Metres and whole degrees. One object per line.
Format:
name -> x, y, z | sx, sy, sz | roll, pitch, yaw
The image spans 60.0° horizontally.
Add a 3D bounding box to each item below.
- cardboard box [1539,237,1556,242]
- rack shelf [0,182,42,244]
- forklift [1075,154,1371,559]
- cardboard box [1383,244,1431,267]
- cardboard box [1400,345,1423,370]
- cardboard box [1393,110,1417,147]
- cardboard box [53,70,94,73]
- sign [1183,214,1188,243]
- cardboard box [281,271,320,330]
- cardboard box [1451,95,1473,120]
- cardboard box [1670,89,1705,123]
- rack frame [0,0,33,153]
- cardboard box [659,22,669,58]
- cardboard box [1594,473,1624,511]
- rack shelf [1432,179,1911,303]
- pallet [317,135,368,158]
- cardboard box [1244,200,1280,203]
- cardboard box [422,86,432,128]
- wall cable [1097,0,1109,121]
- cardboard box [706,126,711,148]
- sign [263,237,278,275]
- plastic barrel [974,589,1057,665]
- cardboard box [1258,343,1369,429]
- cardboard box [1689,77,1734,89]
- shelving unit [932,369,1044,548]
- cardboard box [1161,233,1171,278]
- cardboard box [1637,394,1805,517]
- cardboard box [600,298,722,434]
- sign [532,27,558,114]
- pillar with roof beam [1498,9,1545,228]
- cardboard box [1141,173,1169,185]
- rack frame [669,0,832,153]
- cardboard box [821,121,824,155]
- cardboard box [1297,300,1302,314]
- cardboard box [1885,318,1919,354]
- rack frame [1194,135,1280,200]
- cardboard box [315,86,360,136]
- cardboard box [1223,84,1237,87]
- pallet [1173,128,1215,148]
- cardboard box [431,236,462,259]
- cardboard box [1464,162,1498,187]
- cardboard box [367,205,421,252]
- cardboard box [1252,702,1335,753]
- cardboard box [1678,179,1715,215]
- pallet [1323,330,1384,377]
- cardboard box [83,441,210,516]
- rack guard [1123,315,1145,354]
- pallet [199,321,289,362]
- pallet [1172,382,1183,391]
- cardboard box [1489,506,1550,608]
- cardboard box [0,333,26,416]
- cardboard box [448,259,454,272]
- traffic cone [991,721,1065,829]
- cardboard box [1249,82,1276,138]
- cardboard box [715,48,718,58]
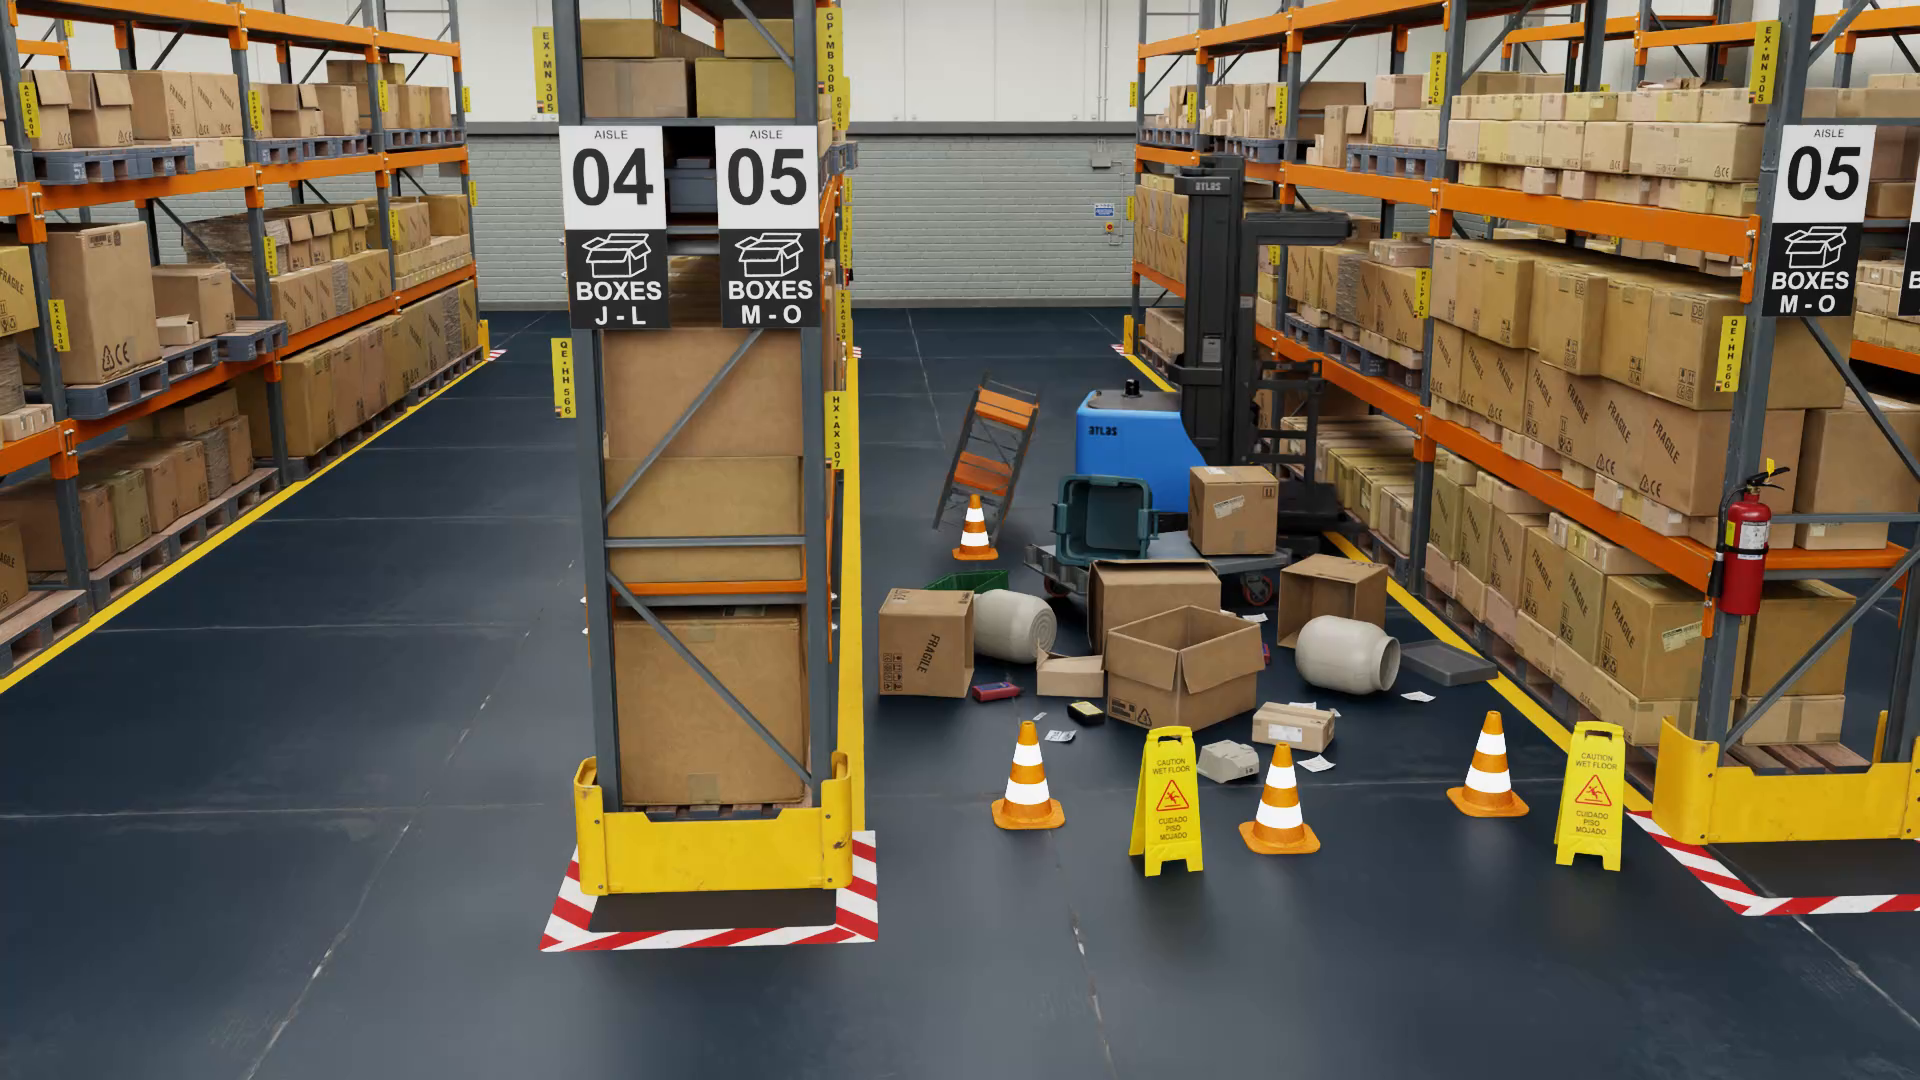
cardboard box -> 7.714, -3.723, 21.181 | 0.500, 0.250, 0.500 | -1, 14, -5
rack shelf -> -6.142, -1.539, 8.411 | 1.077, 0.370, 4.000 | -1, 14, -3
forklift -> 2.438, -1.418, 12.654 | 3.031, 2.935, 1.130 | 3, 15, 11
cardboard box -> 3.316, -2.077, 12.139 | 0.380, 0.149, 0.250 | -1, 14, -5
cardboard box -> 3.318, -1.290, 11.683 | 0.380, 0.149, 0.250 | -1, 14, -3
cardboard box -> 3.418, -2.937, 11.861 | 0.500, 0.250, 0.500 | -1, 14, -3
cardboard box -> -6.675, -3.298, 12.601 | 0.500, 0.500, 0.500 | -1, 14, -5
sign -> 2.576, -3.523, 18.804 | 0.100, 0.325, 0.005 | -1, 14, -3
cardboard box -> -6.306, -2.228, 15.467 | 0.500, 0.500, 0.500 | -1, 14, -5
cardboard box -> 3.319, -2.719, 10.457 | 0.380, 0.149, 0.250 | -1, 14, -4
cardboard box -> 3.546, -2.015, 7.721 | 0.380, 0.149, 0.250 | -1, 14, -4
rack frame -> -6.266, -3.837, 9.881 | 1.000, 3.000, 0.127 | -1, 14, -3
cardboard box -> -1.435, -2.098, 7.002 | 0.380, 0.149, 0.250 | -1, 14, -3
cardboard box -> 3.469, -0.247, 8.471 | 0.380, 0.149, 0.250 | -1, 14, -2
rack shelf -> 3.749, -1.692, 9.006 | 1.077, 0.370, 4.000 | -1, 14, -3
pallet -> -6.655, -4.054, 17.128 | 0.805, 0.209, 1.217 | -1, 15, -6
cardboard box -> 3.408, -3.500, 18.402 | 0.500, 0.500, 0.500 | 0, 14, -2
cardboard box -> -7.009, -5.399, 20.726 | 0.700, 0.500, 0.500 | -1, 14, -5
wall cable -> 2.248, -8.385, 27.556 | 0.463, 3.000, 0.029 | -1, 14, -3
cardboard box -> -1.561, -2.217, 9.066 | 0.380, 0.149, 0.250 | -1, 14, -4
sign -> -5.973, -2.460, 14.402 | 0.100, 0.325, 0.005 | -1, 14, -3
plastic barrel -> 0.292, 0.523, 10.145 | 0.512, 0.421, 0.421 | 10, 18, 35
cardboard box -> 3.418, -1.427, 15.975 | 0.875, 0.875, 0.875 | -1, 14, -4
cardboard box -> 8.220, -4.939, 18.216 | 0.396, 0.266, 0.258 | -1, 14, -3
shelving unit -> 0.230, -0.658, 13.060 | 0.538, 1.125, 1.048 | 18, 15, 0
cardboard box -> 2.763, -3.487, 20.359 | 0.500, 0.500, 0.500 | -1, 14, -4
cardboard box -> 3.564, -0.413, 7.815 | 0.500, 0.500, 0.500 | -1, 14, -4
cardboard box -> -1.172, -0.812, 7.696 | 0.875, 0.550, 0.550 | -1, 14, -3
sign -> -1.604, -1.827, 6.469 | 0.100, 0.325, 0.005 | -1, 14, -3
pillar with roof beam -> 4.272, -7.670, 24.778 | 9.100, 9.000, 0.400 | -1, 14, -3
cardboard box -> 2.627, -4.824, 22.245 | 0.380, 0.149, 0.250 | -1, 14, -2
rack frame -> -1.309, -3.889, 10.081 | 1.000, 3.000, 0.127 | -1, 14, -3
cardboard box -> -0.779, -1.725, 7.152 | 0.380, 0.149, 0.250 | -1, 14, -3
cardboard box -> 3.212, -2.078, 14.743 | 0.380, 0.149, 0.250 | -2, 15, -7
cardboard box -> 8.180, -1.717, 13.982 | 0.500, 0.250, 0.500 | -1, 14, -5
rack frame -> 3.130, -3.075, 18.956 | 1.000, 3.000, 0.127 | -1, 14, -3
cardboard box -> -6.715, -4.482, 17.363 | 0.700, 0.500, 0.500 | -1, 14, -2
cardboard box -> 3.303, -4.977, 19.086 | 0.500, 0.500, 0.500 | -1, 14, -2
pallet -> 3.089, -4.688, 19.385 | 1.003, 0.211, 1.213 | -1, 14, -3
cardboard box -> -6.684, -3.745, 21.267 | 0.500, 0.250, 0.500 | -1, 14, -4
cardboard box -> 3.358, -2.269, 10.308 | 0.380, 0.149, 0.250 | -1, 14, -3
cardboard box -> -6.559, -3.602, 19.204 | 0.500, 0.500, 0.500 | -1, 14, -3
cardboard box -> 1.776, 0.996, 8.857 | 0.380, 0.149, 0.250 | 7, 16, 26
cardboard box -> 3.524, -1.567, 7.581 | 0.380, 0.149, 0.250 | -1, 14, -3
pallet -> 3.541, -1.495, 13.203 | 1.003, 0.211, 1.213 | -1, 14, -3
cardboard box -> -6.363, -0.484, 13.022 | 0.700, 0.500, 0.500 | 0, 14, 1
rack guard -> 2.880, -2.865, 23.157 | 1.175, 0.500, 0.348 | -1, 14, -3
pallet -> -6.363, -1.658, 13.836 | 1.213, 0.211, 1.003 | -1, 14, -3
pallet -> 3.161, -1.914, 20.043 | 1.003, 0.211, 1.213 | -1, 14, -3
cardboard box -> 3.468, 0.093, 9.816 | 0.500, 0.500, 0.500 | 0, 14, -1
cardboard box -> -6.300, -1.012, 10.140 | 0.875, 0.500, 0.500 | -1, 14, -3
cardboard box -> -6.594, -3.457, 20.948 | 0.380, 0.149, 0.250 | -1, 14, -5
traffic cone -> 0.323, 1.086, 7.877 | 0.336, 0.463, 0.334 | -1, 14, -3
cardboard box -> 3.126, -4.027, 15.597 | 0.700, 0.500, 0.500 | -2, 15, -6
cardboard box -> -1.609, -2.793, 9.703 | 0.380, 0.149, 0.250 | -1, 14, -4
